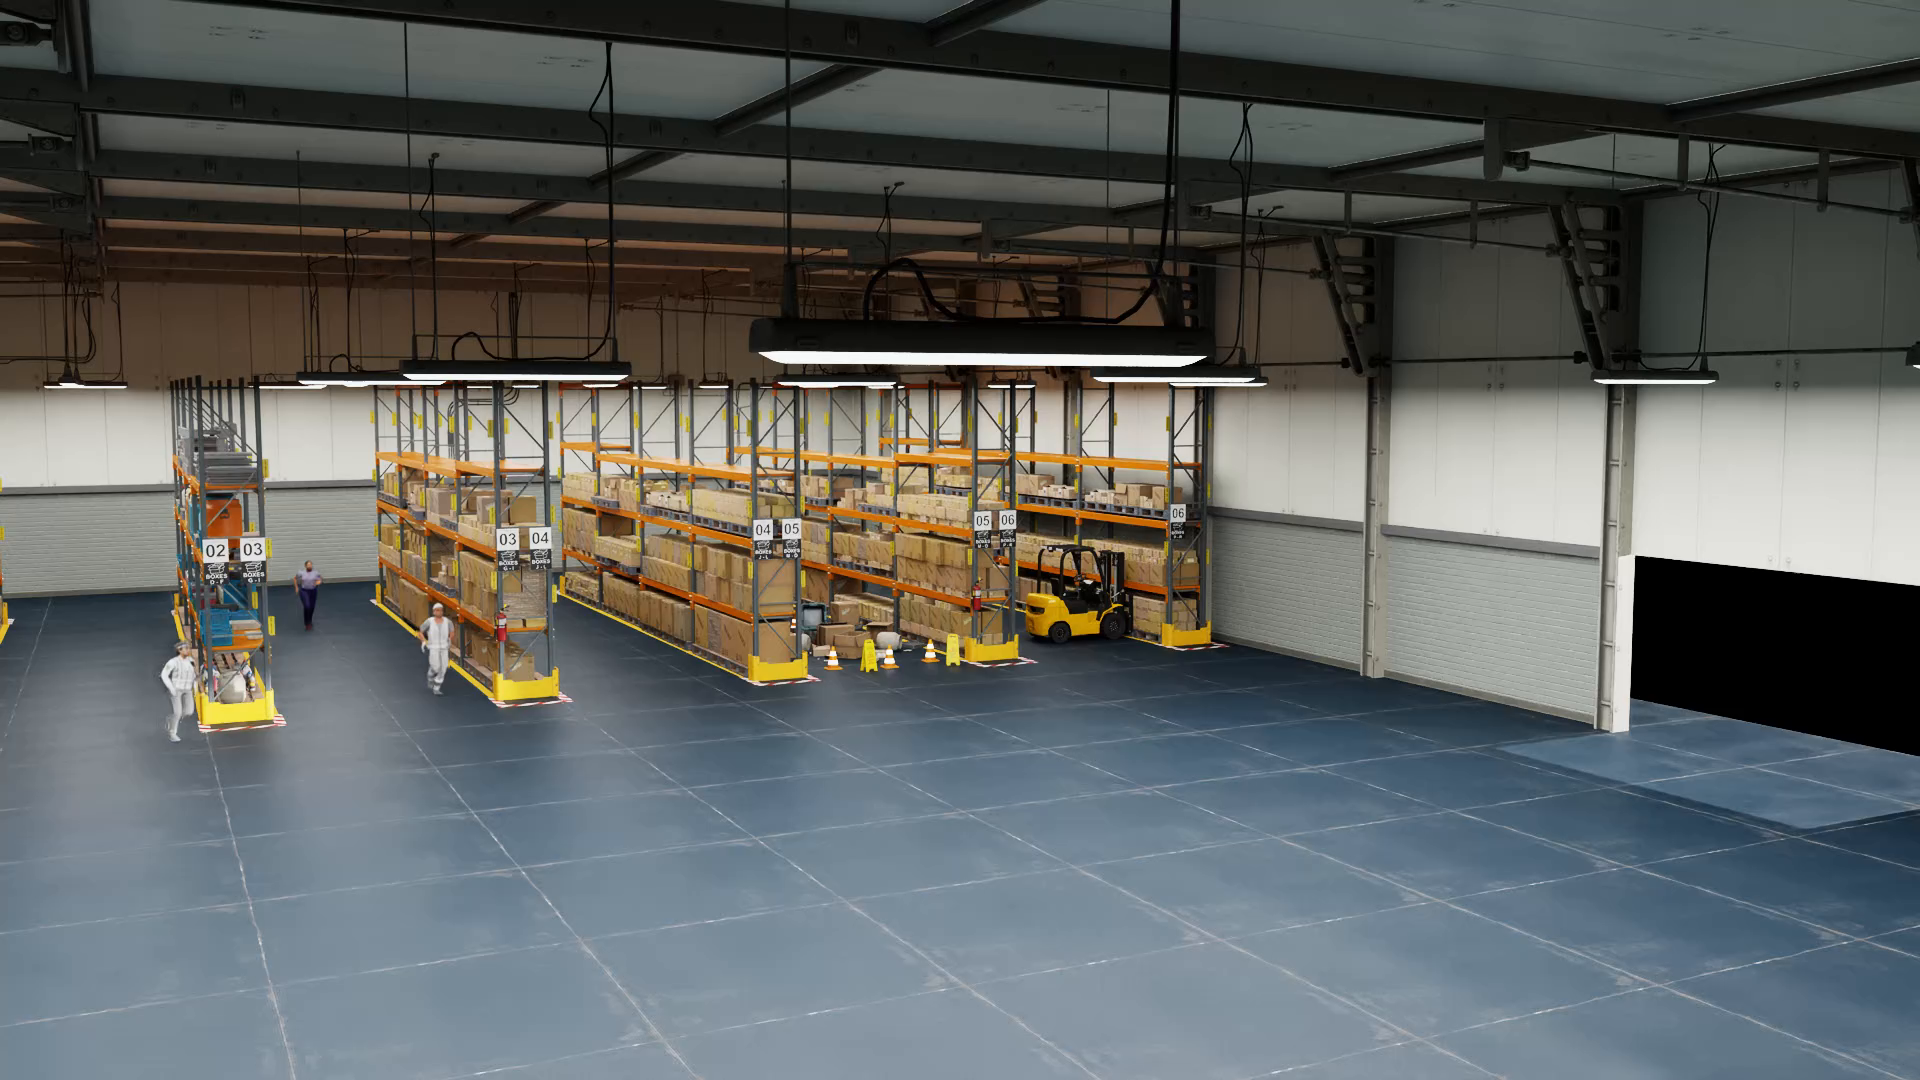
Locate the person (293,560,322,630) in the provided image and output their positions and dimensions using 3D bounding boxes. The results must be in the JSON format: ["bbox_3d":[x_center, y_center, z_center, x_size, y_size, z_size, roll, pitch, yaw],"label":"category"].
[{"bbox_3d":[-15.748,1.335,40.220,0.570,1.706,0.822,-4,7,-39],"label":"person"}]

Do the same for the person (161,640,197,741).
[{"bbox_3d":[-12.896,2.475,27.535,0.512,1.633,0.663,3,6,33],"label":"person"}]

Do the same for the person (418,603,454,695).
[{"bbox_3d":[-9.850,2.063,31.428,0.637,1.735,0.571,-3,6,-32],"label":"person"}]

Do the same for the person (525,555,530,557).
[{"bbox_3d":[-11.752,0.870,45.331,0.640,1.641,0.899,-3,6,-29],"label":"person"}]
